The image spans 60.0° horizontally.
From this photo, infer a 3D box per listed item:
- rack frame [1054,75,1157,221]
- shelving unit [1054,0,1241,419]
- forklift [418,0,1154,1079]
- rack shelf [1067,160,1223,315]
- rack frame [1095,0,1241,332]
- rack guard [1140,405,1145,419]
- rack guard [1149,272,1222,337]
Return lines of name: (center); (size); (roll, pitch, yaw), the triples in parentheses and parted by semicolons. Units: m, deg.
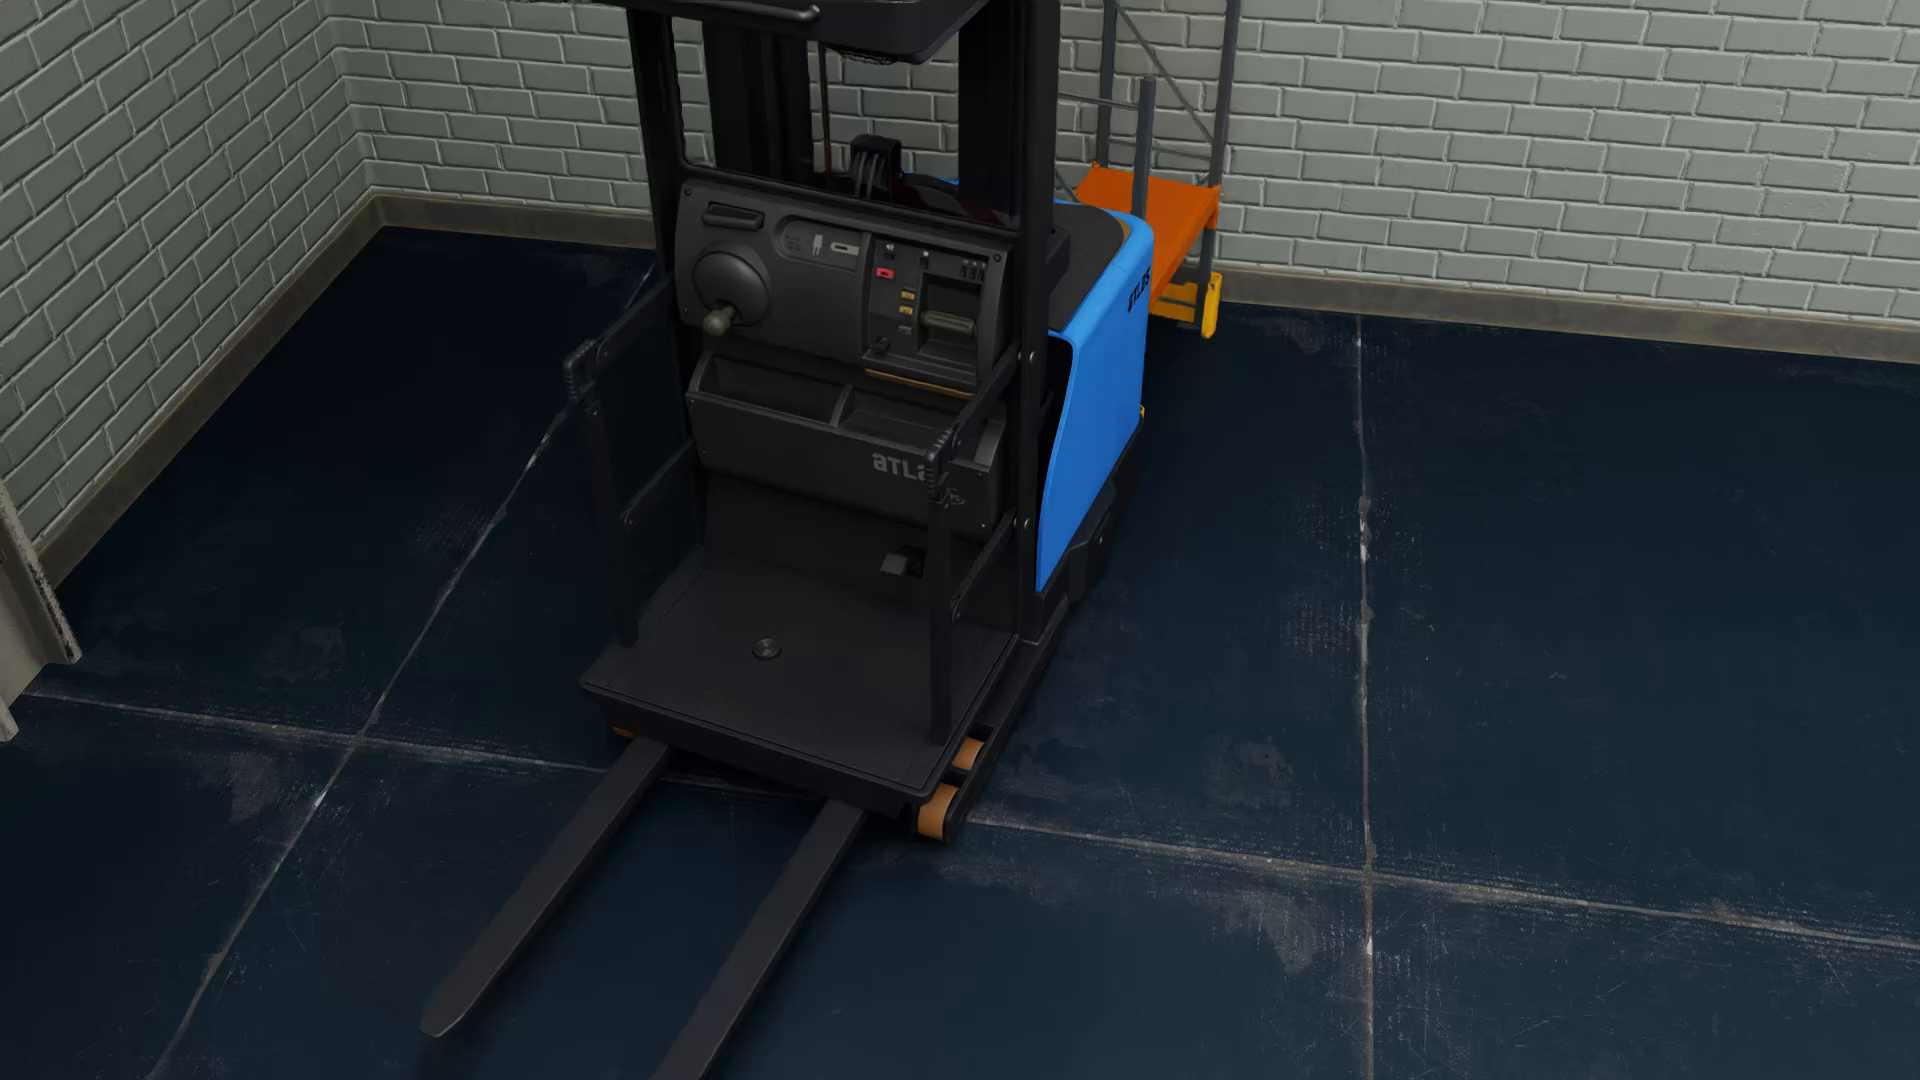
rack frame: (0.370, -0.899, 5.661); (0.500, 1.500, 0.032); (15, 42, 17)
shelving unit: (0.571, -1.203, 6.028); (0.587, 1.500, 1.083); (15, 42, 17)
forklift: (-0.403, -0.590, 4.163); (1.130, 2.935, 3.031); (15, 42, 17)
rack shelf: (0.568, -1.059, 6.136); (0.538, 0.185, 1.000); (15, 42, 17)
rack frame: (0.765, -1.496, 6.383); (0.500, 1.500, 0.032); (15, 42, 17)
rack guard: (0.377, -0.429, 6.073); (0.587, 0.250, 0.087); (15, 42, 17)
rack guard: (0.765, -1.014, 6.780); (0.587, 0.250, 0.087); (15, 42, 17)
